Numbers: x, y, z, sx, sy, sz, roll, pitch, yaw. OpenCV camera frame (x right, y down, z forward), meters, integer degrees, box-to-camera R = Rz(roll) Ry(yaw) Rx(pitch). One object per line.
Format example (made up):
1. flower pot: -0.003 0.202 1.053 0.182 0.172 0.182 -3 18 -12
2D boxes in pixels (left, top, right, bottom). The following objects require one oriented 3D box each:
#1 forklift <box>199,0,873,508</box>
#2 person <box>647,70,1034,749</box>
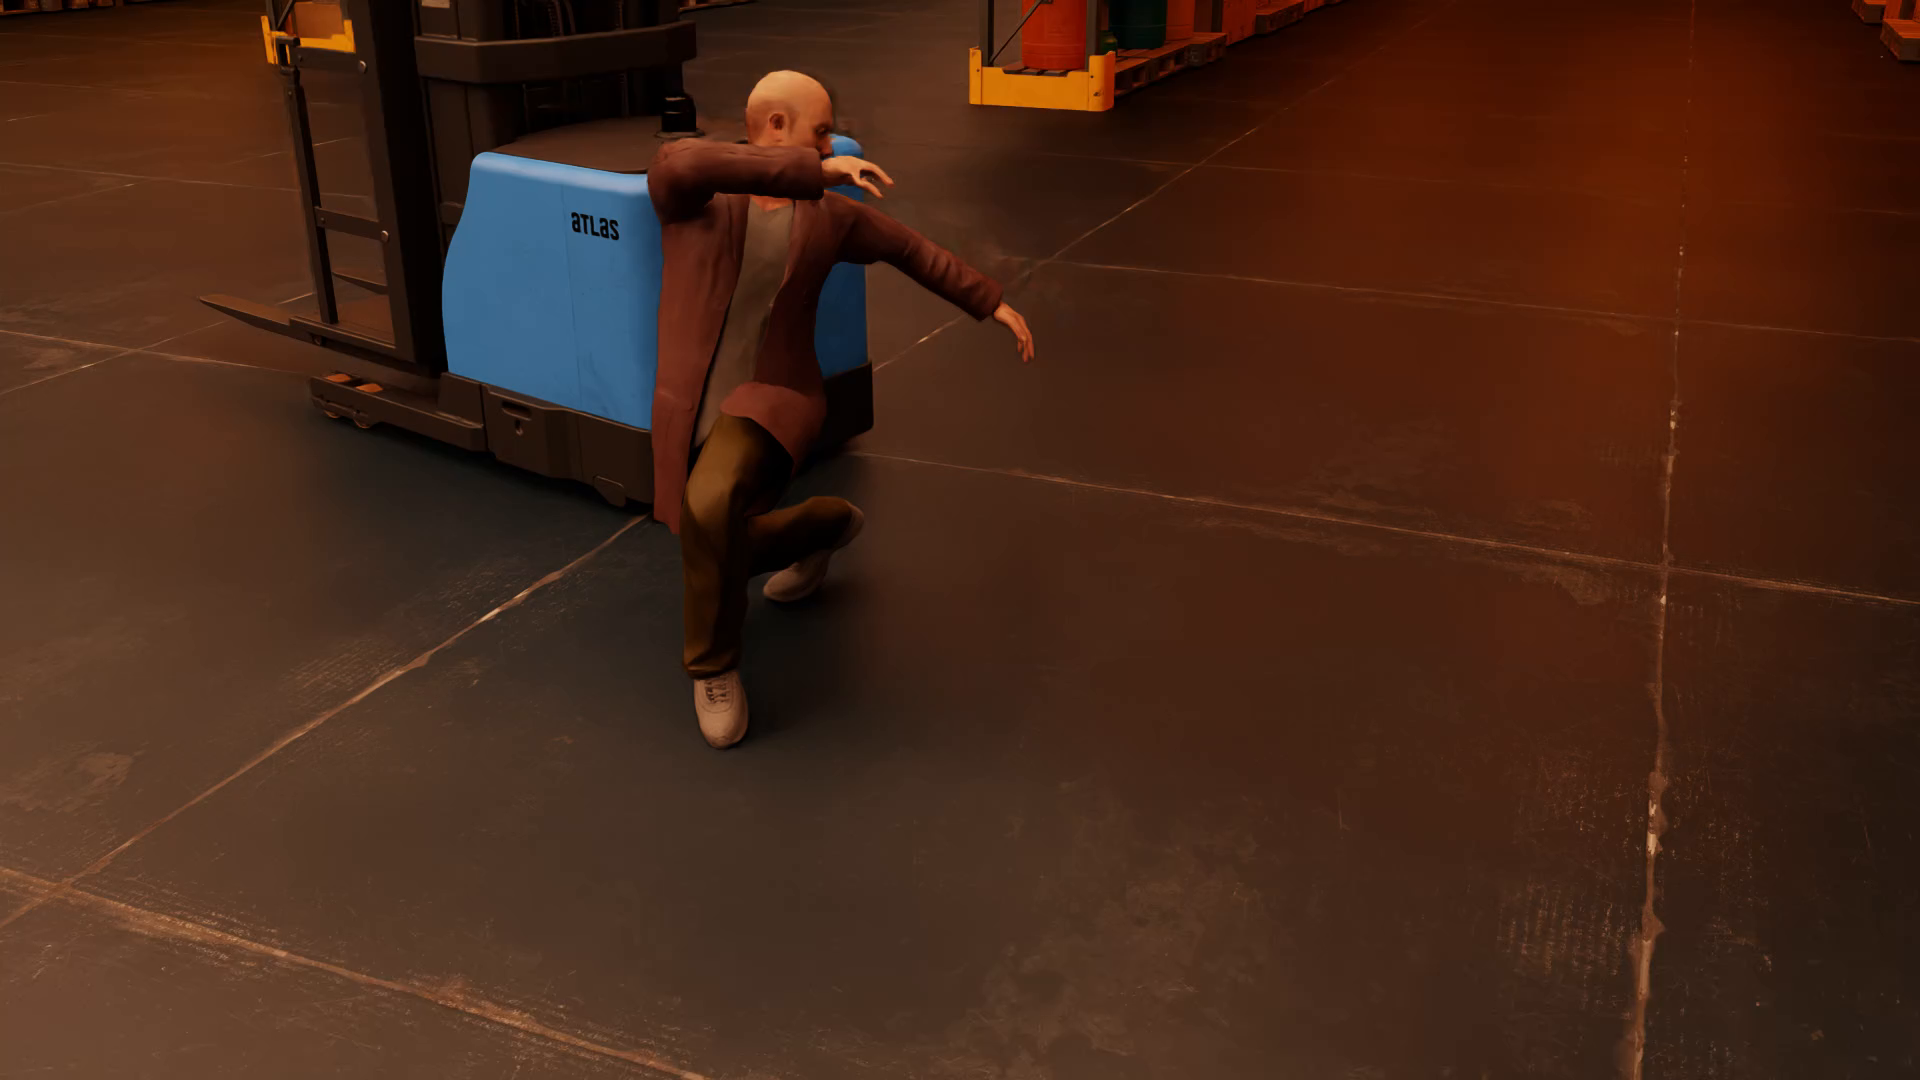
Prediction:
1. forklift: -1.778 -1.897 5.832 3.031 2.935 1.130 17 28 35
2. person: -0.314 -0.373 4.092 0.957 1.477 1.055 2 23 5
